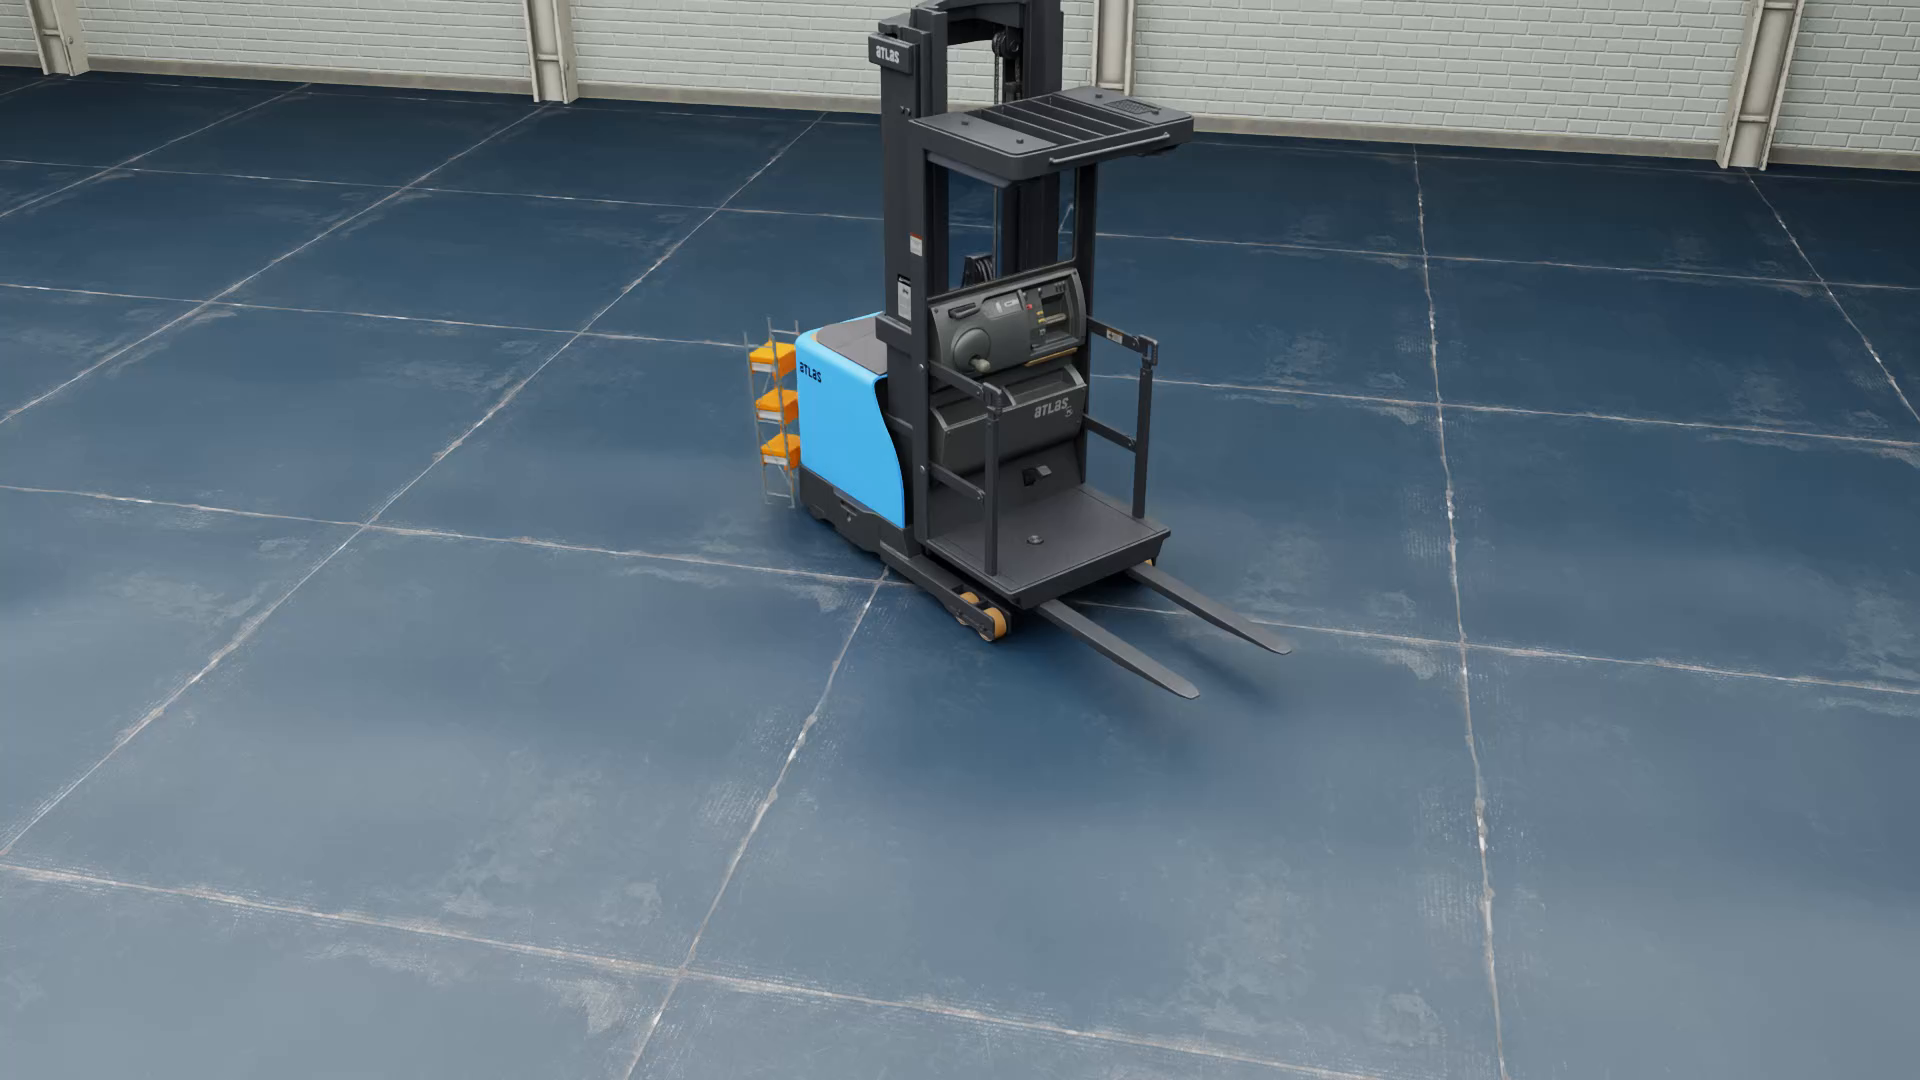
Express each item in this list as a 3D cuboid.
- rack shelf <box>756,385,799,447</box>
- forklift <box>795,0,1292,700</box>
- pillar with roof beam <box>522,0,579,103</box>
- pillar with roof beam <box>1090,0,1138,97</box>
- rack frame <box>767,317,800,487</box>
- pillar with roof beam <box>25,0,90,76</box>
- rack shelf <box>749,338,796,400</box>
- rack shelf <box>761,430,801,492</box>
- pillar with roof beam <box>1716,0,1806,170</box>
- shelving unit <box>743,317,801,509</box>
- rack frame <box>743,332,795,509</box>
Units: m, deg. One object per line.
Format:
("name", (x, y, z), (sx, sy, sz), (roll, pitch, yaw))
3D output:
("rack shelf", (-1.014, -0.706, 9.454), (0.215, 0.259, 0.240), (10, 30, 25))
("forklift", (0.380, -1.049, 8.113), (1.130, 2.935, 3.031), (-20, 35, -32))
("pillar with roof beam", (-5.248, -6.683, 12.086), (0.400, 9.000, 9.100), (6, 29, 11))
("pillar with roof beam", (0.620, -6.081, 10.987), (0.400, 9.000, 9.100), (6, 29, 11))
("rack frame", (-0.961, -0.768, 9.545), (0.200, 1.050, 0.008), (10, 30, 25))
("pillar with roof beam", (-11.115, -7.285, 13.185), (0.400, 9.000, 9.100), (6, 29, 11))
("rack shelf", (-1.032, -0.959, 9.326), (0.215, 0.259, 0.240), (10, 30, 25))
("rack shelf", (-0.997, -0.459, 9.579), (0.215, 0.259, 0.240), (10, 30, 25))
("pillar with roof beam", (6.488, -5.480, 9.888), (0.400, 9.000, 9.100), (6, 29, 11))
("shelving unit", (-1.015, -0.716, 9.449), (0.215, 1.050, 0.252), (10, 30, 25))
("rack frame", (-1.069, -0.663, 9.353), (0.200, 1.050, 0.008), (10, 30, 25))
